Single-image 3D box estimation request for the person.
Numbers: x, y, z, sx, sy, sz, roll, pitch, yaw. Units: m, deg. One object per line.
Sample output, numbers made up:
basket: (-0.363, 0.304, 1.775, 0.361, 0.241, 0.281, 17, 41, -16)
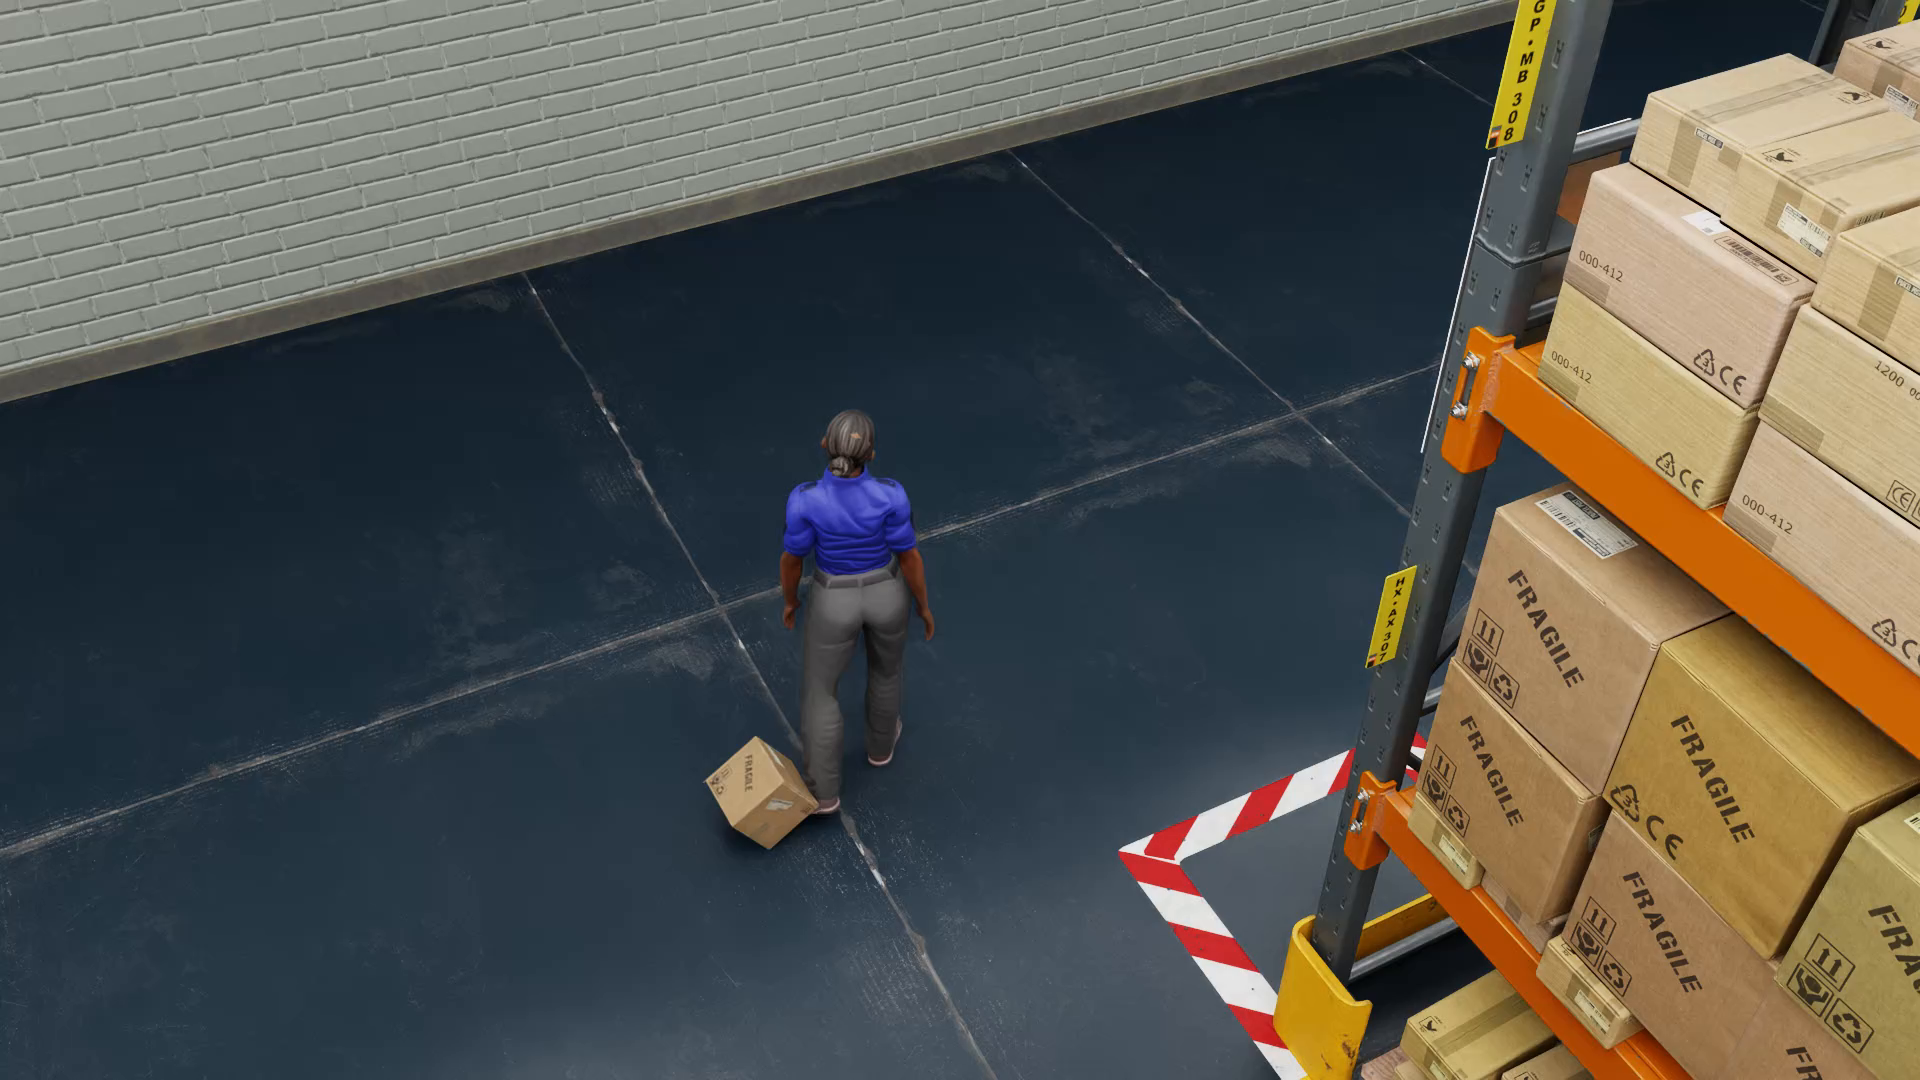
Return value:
person: (-0.425, 0.258, 5.867, 0.662, 1.648, 0.517, -7, 42, -8)
